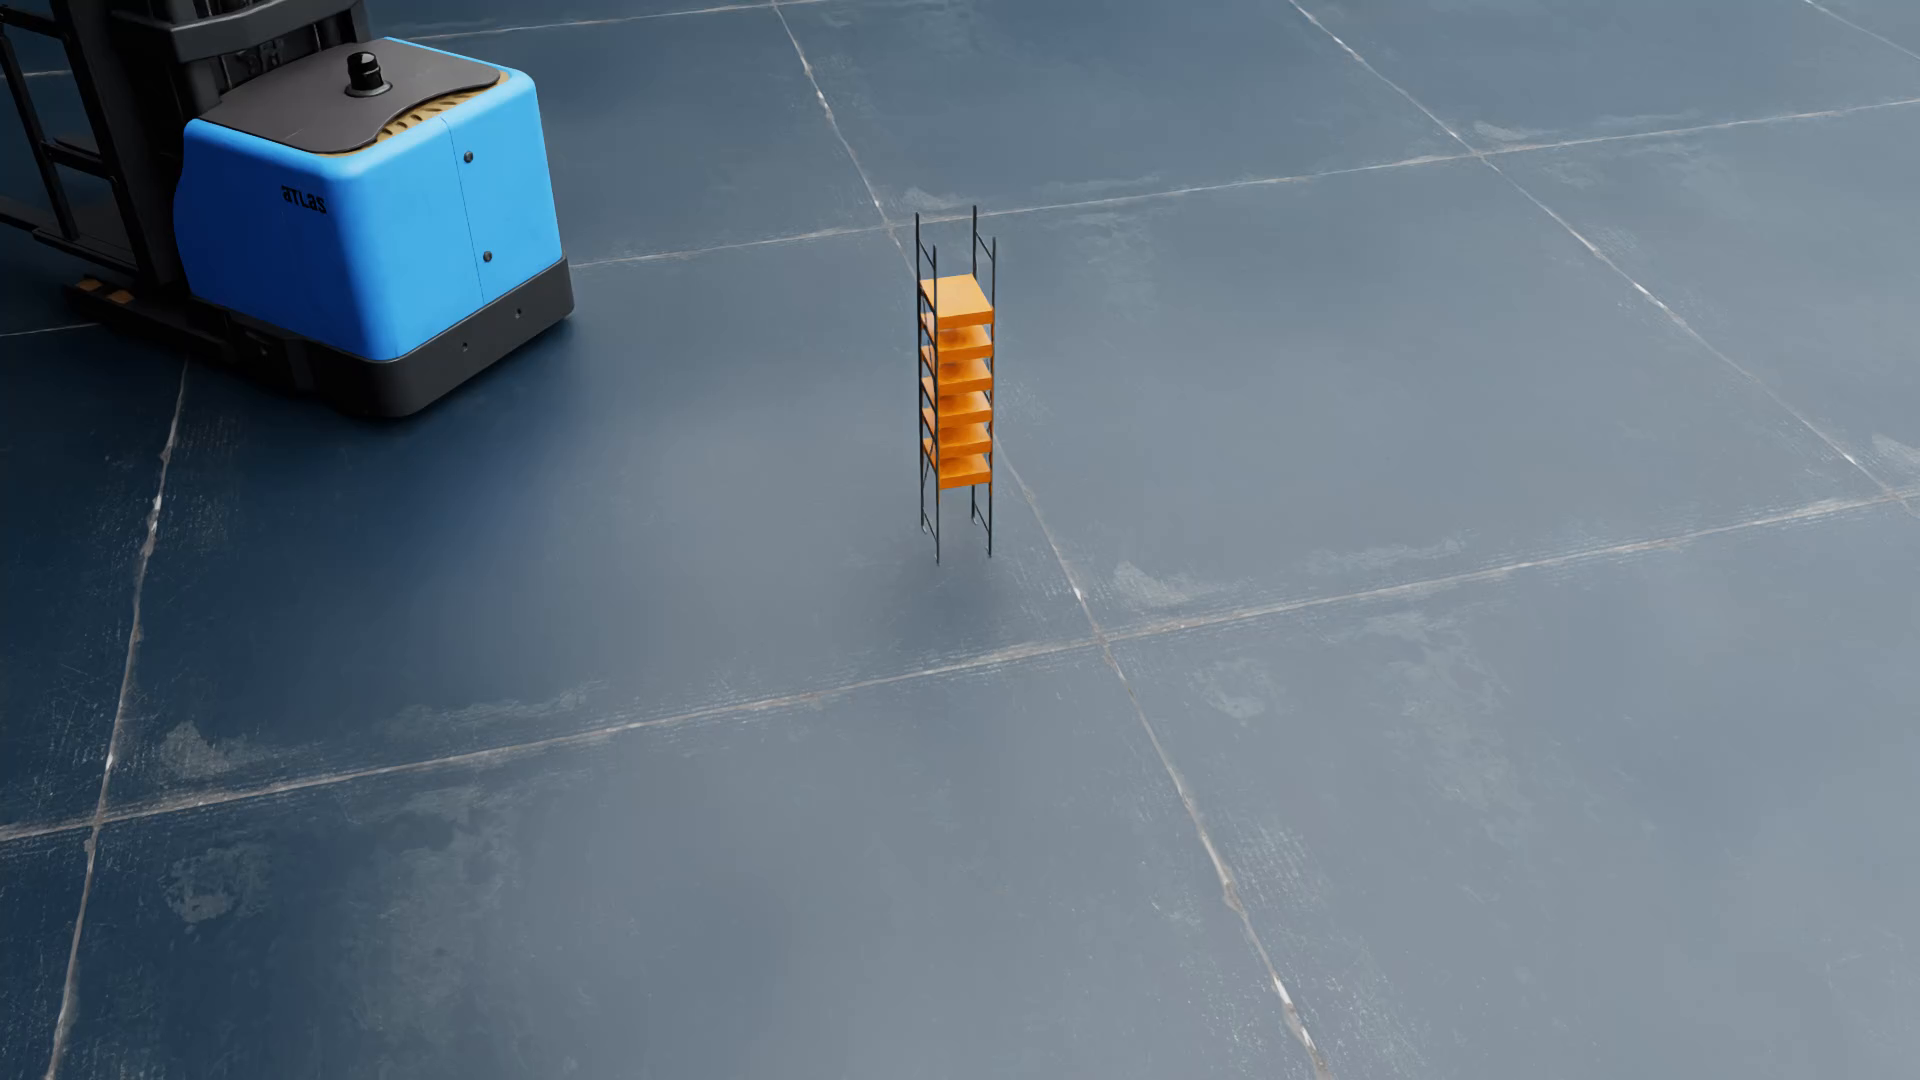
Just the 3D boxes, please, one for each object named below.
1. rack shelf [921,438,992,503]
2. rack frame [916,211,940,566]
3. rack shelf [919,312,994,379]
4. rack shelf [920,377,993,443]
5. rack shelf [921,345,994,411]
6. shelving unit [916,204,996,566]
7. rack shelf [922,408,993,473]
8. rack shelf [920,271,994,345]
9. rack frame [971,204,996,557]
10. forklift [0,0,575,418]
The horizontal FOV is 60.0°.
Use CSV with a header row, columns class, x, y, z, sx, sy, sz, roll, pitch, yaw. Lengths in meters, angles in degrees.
class,x,y,z,sx,sy,sz,roll,pitch,yaw
rack shelf,-0.014,-0.248,5.555,0.180,0.103,0.258,-9,38,-12
rack frame,-0.102,-0.460,5.363,0.006,1.200,0.240,-9,38,-12
rack shelf,-0.014,-0.630,5.264,0.180,0.103,0.258,-9,38,-12
rack shelf,-0.014,-0.439,5.409,0.180,0.103,0.258,-9,38,-12
rack shelf,-0.014,-0.534,5.337,0.180,0.103,0.258,-9,38,-12
shelving unit,-0.014,-0.474,5.382,0.189,1.200,0.258,-9,38,-12
rack shelf,-0.014,-0.344,5.482,0.180,0.103,0.258,-9,38,-12
rack shelf,-0.014,-0.725,5.191,0.180,0.103,0.258,-9,38,-12
rack frame,0.074,-0.489,5.401,0.006,1.200,0.240,-9,38,-12
forklift,-3.129,-2.282,6.321,3.031,2.935,1.130,20,42,24
